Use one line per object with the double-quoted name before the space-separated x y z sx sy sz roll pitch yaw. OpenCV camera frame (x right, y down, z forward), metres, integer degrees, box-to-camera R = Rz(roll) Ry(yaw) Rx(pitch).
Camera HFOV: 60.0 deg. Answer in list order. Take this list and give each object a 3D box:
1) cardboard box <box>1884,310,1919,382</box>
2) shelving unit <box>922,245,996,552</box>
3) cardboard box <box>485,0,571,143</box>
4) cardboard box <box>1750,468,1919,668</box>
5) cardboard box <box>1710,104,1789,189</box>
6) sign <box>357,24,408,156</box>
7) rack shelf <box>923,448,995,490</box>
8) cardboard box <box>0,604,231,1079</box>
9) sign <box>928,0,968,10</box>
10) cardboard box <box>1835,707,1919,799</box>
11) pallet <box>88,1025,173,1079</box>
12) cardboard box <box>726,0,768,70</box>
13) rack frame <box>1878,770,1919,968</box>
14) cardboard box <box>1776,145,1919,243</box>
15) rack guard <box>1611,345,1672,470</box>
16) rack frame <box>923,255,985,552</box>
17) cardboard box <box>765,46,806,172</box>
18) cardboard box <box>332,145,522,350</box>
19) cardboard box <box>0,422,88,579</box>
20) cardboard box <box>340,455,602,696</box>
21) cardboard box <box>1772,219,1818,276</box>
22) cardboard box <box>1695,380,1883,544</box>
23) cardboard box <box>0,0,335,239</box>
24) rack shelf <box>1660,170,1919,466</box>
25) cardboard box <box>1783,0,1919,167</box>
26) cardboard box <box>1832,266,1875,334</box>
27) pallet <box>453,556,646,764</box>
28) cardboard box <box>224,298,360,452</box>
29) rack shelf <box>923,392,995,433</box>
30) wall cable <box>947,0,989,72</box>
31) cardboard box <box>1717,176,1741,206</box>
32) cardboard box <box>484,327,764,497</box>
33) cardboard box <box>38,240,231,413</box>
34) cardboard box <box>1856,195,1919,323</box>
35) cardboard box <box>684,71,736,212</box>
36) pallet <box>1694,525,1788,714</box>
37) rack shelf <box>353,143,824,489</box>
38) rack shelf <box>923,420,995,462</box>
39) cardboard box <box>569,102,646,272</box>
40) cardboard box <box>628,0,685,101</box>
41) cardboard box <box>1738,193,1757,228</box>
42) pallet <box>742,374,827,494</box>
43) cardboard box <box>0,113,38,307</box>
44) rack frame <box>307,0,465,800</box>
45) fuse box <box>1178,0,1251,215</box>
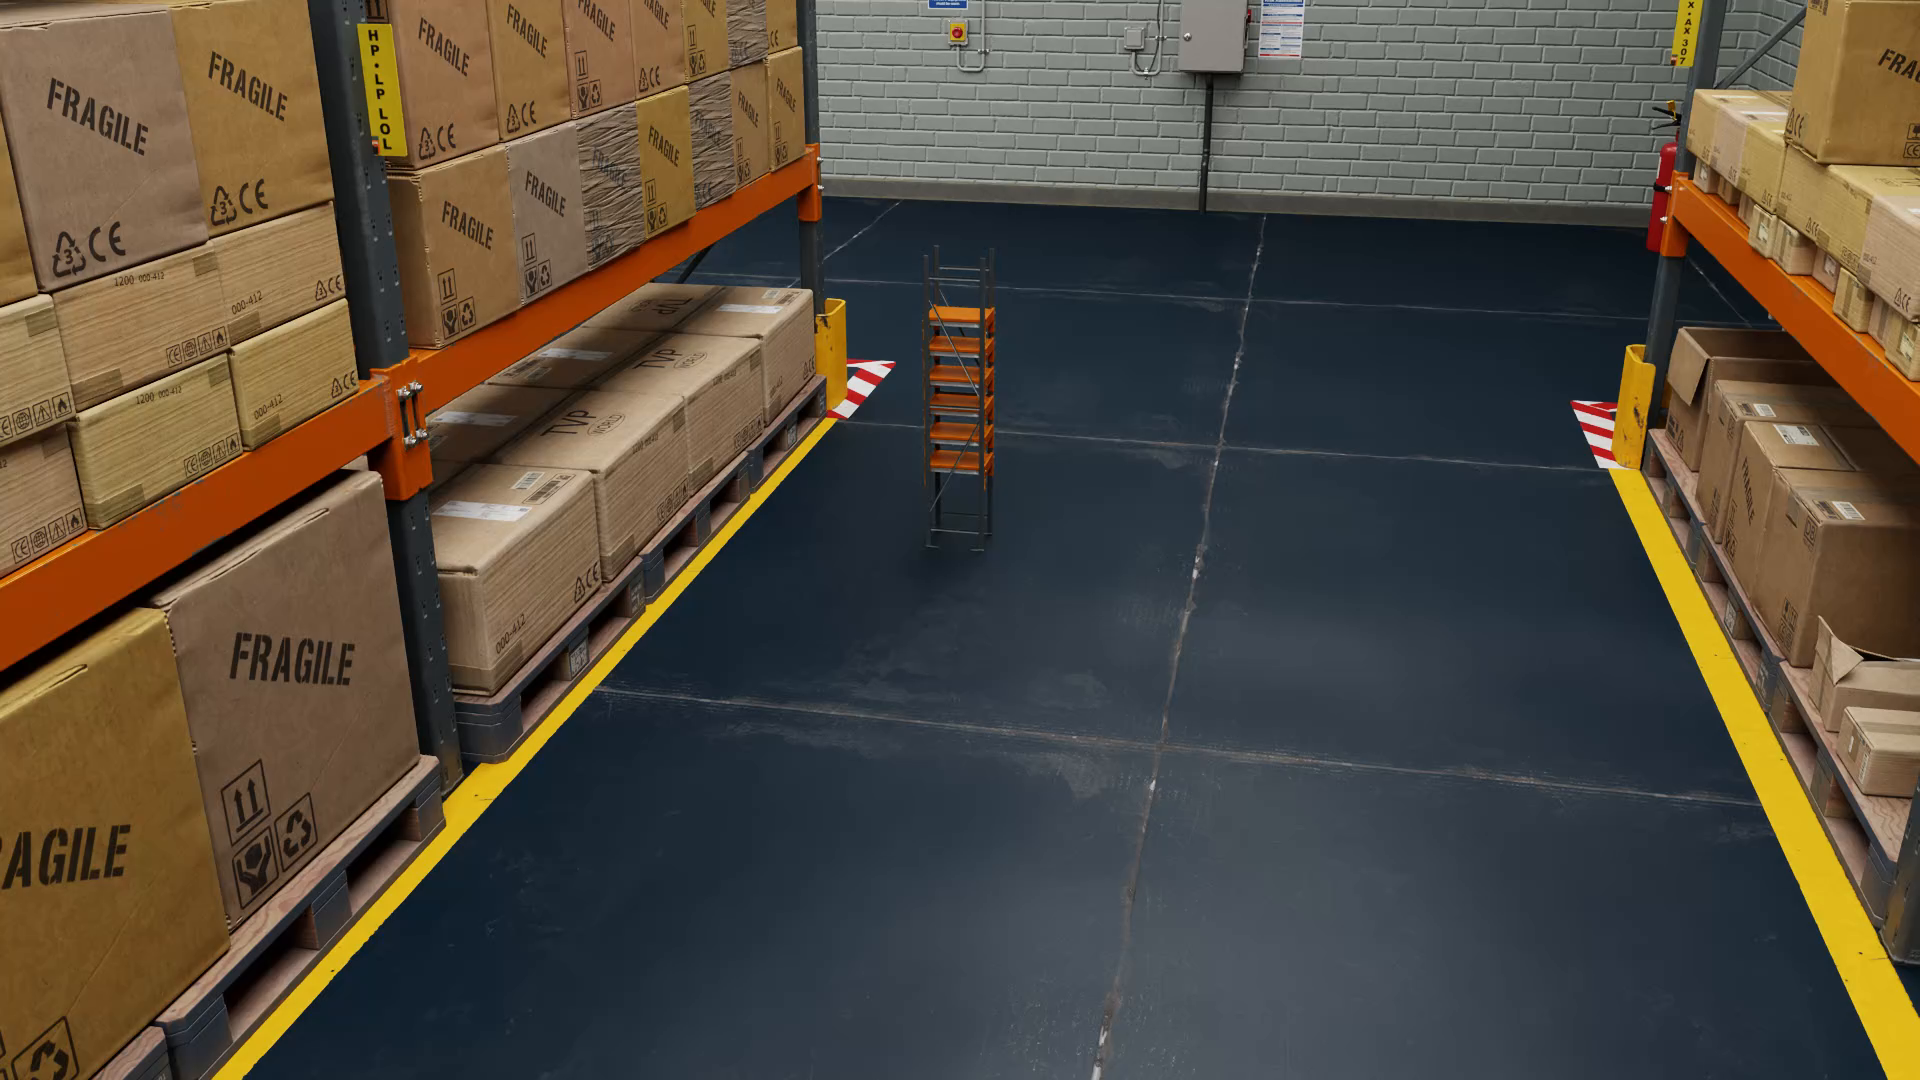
"cardboard box" 2.732 -0.517 4.459 0.380 0.149 0.250 5 22 12
"shelving unit" -0.003 -0.551 6.616 0.258 1.200 0.189 4 22 11
"cardboard box" -1.563 -1.531 5.169 0.500 0.500 0.500 4 22 10
"cardboard box" 3.027 0.103 5.366 0.700 0.500 0.500 4 22 9
"cardboard box" 3.210 -1.506 6.380 0.500 0.250 0.500 5 22 11
"sign" -1.474 -1.144 4.235 0.100 0.325 0.005 4 22 11
"rack shelf" -0.003 -0.287 6.723 0.258 0.103 0.180 4 22 11
"cardboard box" -2.232 0.673 3.449 0.875 0.875 0.875 5 22 12
"sign" -0.098 -4.360 13.301 0.327 0.218 0.001 4 22 11
"cardboard box" 2.679 0.597 4.610 0.380 0.149 0.250 4 22 9
"pallet" -2.337 1.348 3.225 1.003 0.211 1.213 4 22 11
"cardboard box" -1.134 -2.267 6.994 0.500 0.500 0.500 5 22 11
"rack frame" 2.853 -0.304 3.594 1.000 3.000 0.127 4 22 11
"cardboard box" 3.027 -1.131 5.450 0.500 0.250 0.500 4 22 10
"rack guard" 3.654 -0.580 7.624 1.175 0.500 0.348 4 22 11
"rack frame" -0.022 -0.518 6.533 0.240 1.200 0.006 4 22 11
"cardboard box" -1.030 -1.994 7.656 0.500 0.500 0.500 5 22 11
"cardboard box" -1.655 -0.879 4.888 0.500 0.500 0.500 5 23 13
"cardboard box" -2.078 -0.059 3.186 0.500 0.250 0.500 4 22 9
"cardboard box" -1.774 0.091 5.480 0.875 0.438 0.875 4 22 10
"cardboard box" 2.988 -0.986 5.623 0.380 0.149 0.250 5 22 12
"cardboard box" 3.239 -0.276 6.308 0.700 0.500 0.500 5 23 13
"cardboard box" -1.852 -1.009 3.871 0.500 0.500 0.500 5 23 13
"rack shelf" 3.261 -0.702 5.544 1.077 0.370 4.000 4 22 11
"cardboard box" 3.007 -1.489 5.335 0.500 0.500 0.500 5 22 12
"cardboard box" 2.837 -0.707 4.930 0.380 0.149 0.250 4 22 10
"pallet" -1.775 0.340 5.727 1.003 0.211 1.213 4 22 11
"cardboard box" -1.852 -0.428 4.103 0.500 0.250 0.500 4 22 10
"rack shelf" -0.003 -0.510 6.633 0.258 0.103 0.180 4 22 11
"wall cable" -0.063 -4.694 13.092 0.585 1.953 0.123 4 22 11
"cardboard box" 3.327 -1.455 6.787 0.380 0.149 0.250 5 22 12
"cardboard box" -1.406 -0.566 7.112 0.875 0.438 0.875 5 22 12
"cardboard box" -1.954 -0.480 3.563 0.500 0.250 0.500 5 22 12
"cardboard box" 2.806 -0.762 4.533 0.500 0.250 0.500 5 22 11
"cardboard box" -1.242 -1.623 6.734 0.500 0.500 0.500 5 22 12
"pallet" 3.241 0.291 5.850 1.003 0.211 1.213 4 22 11
"rack shelf" -1.599 -1.079 6.481 1.077 0.370 4.000 4 22 11
"rack shelf" -0.003 -0.399 6.678 0.258 0.103 0.180 4 22 11
"cardboard box" -1.440 -1.244 5.795 0.500 0.500 0.500 5 22 11
"cardboard box" -1.342 -1.902 6.089 0.500 0.500 0.500 4 22 11
"cardboard box" 3.196 -1.268 6.324 0.380 0.149 0.250 5 23 13
"pallet" -1.277 -0.552 7.942 1.003 0.211 1.213 4 22 11
"cardboard box" -2.073 -0.635 2.943 0.500 0.500 0.500 5 23 13
"rack frame" -2.007 -0.681 4.530 1.000 3.000 0.127 4 22 11
"fuse box" 1.964 -3.397 12.998 0.539 1.711 0.414 4 22 11
